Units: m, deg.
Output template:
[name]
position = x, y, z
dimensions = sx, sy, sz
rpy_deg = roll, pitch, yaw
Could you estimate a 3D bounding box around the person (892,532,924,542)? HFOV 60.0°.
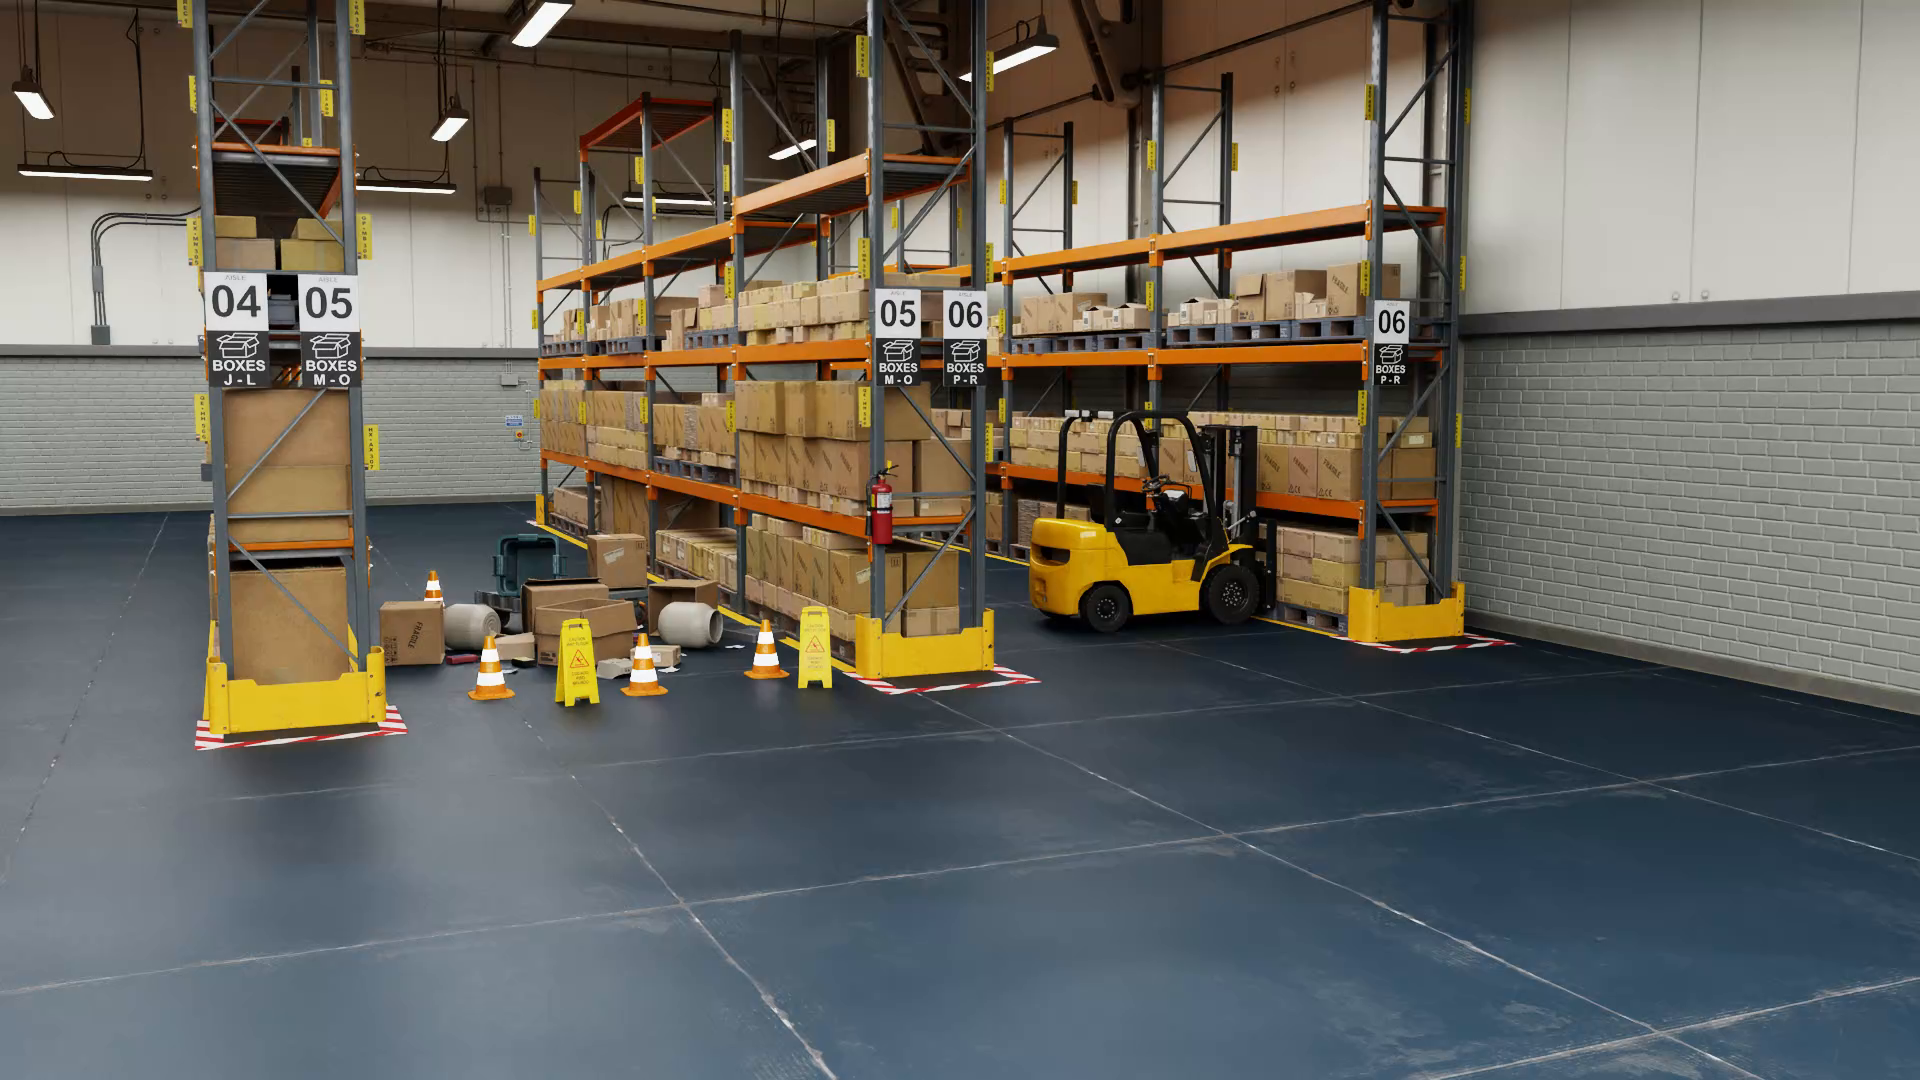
[person]
position = -0.619, -0.142, 18.459
dimensions = 0.530, 1.663, 0.377
rpy_deg = -3, 6, -25
